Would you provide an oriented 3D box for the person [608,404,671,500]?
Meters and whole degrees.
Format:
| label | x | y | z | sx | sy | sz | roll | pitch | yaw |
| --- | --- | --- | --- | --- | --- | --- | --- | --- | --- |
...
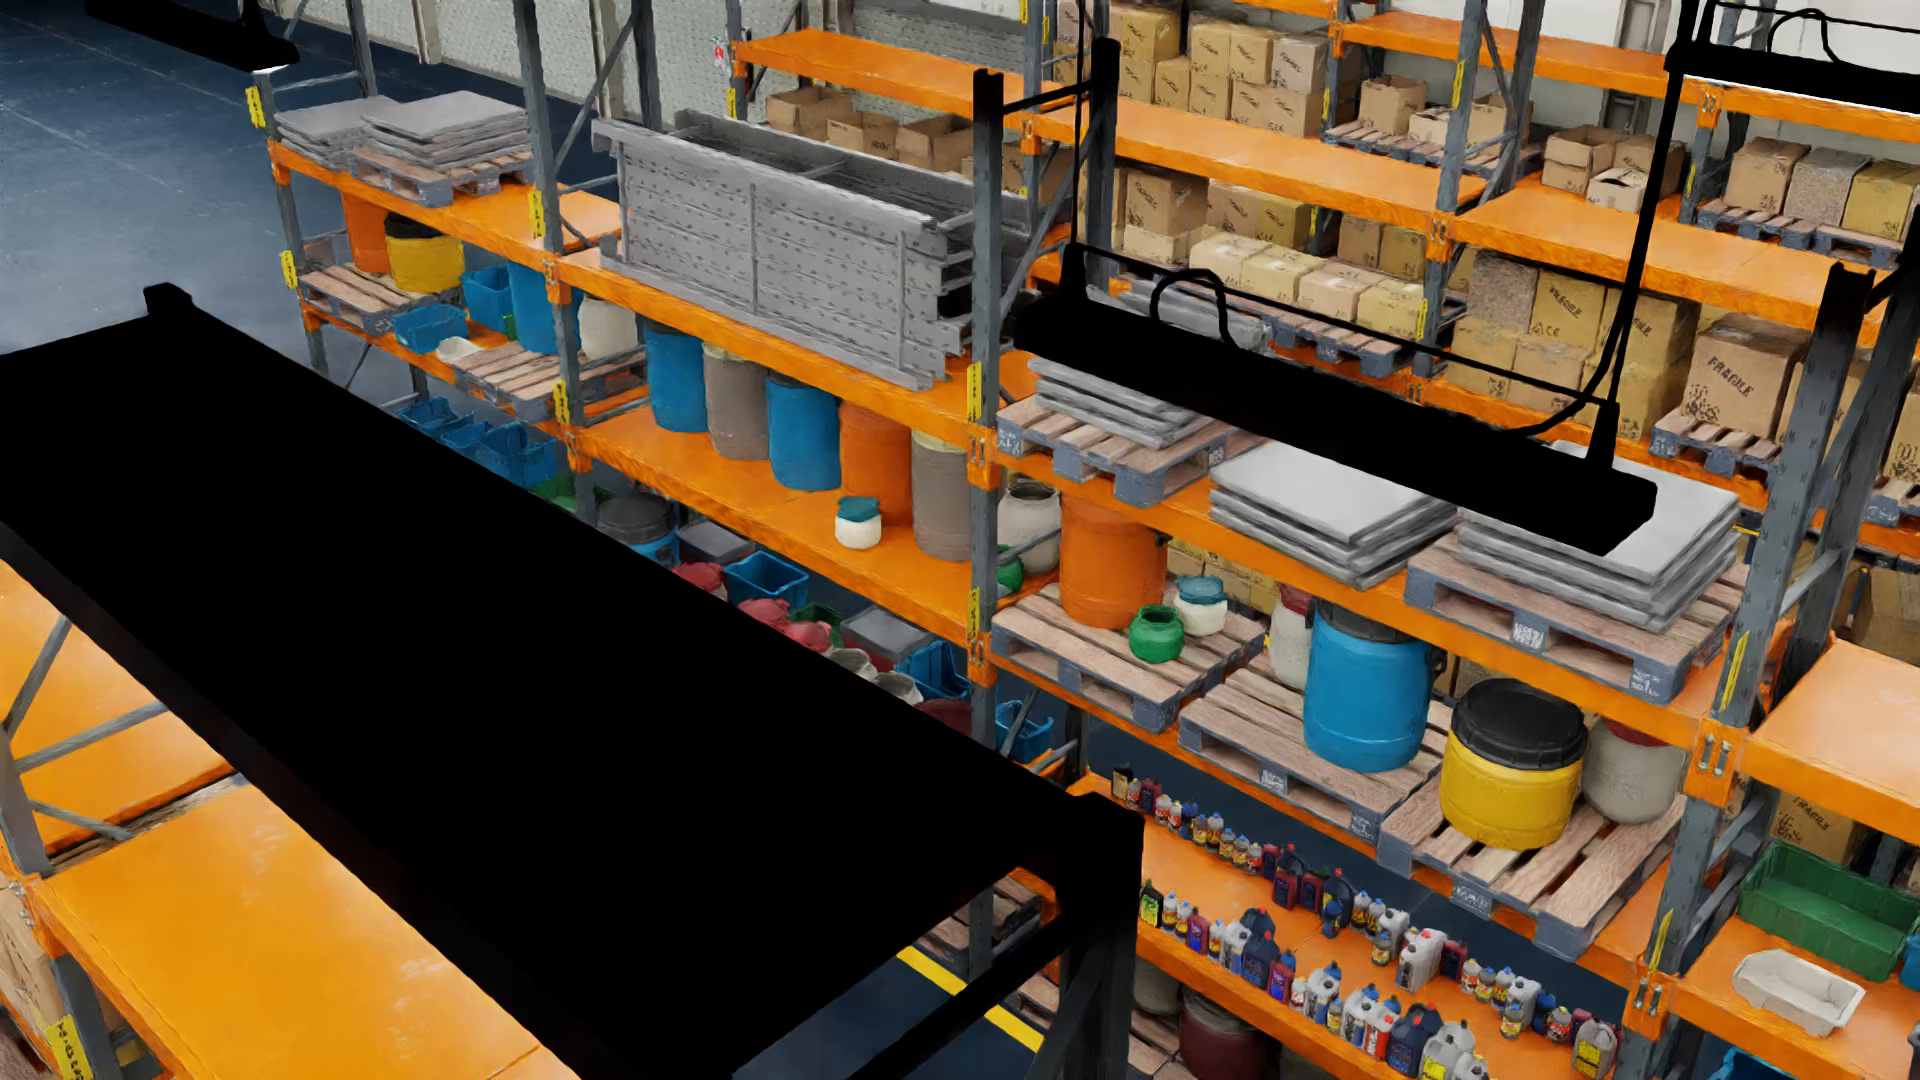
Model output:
| label | x | y | z | sx | sy | sz | roll | pitch | yaw |
| --- | --- | --- | --- | --- | --- | --- | --- | --- | --- |
| person | -3.218 | -1.083 | 16.529 | 0.503 | 1.617 | 0.598 | 24 | 37 | 35 |
